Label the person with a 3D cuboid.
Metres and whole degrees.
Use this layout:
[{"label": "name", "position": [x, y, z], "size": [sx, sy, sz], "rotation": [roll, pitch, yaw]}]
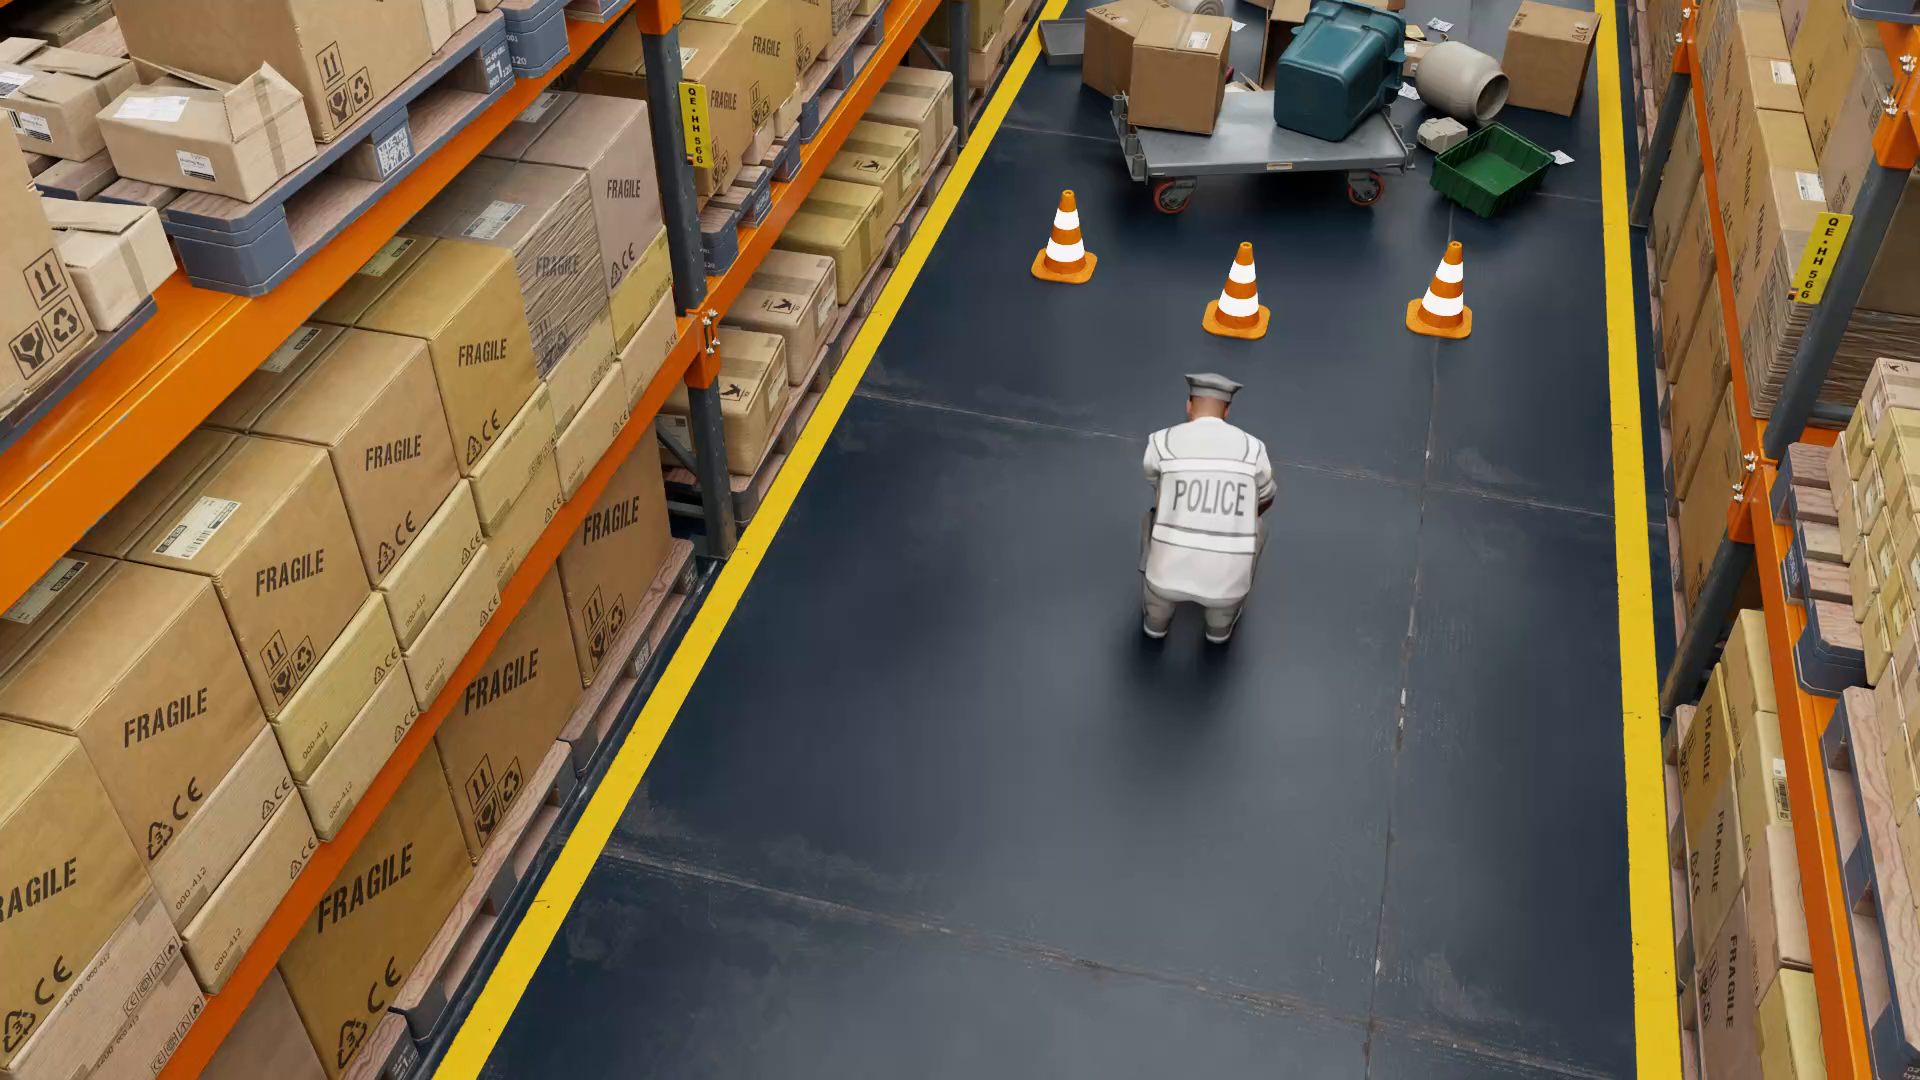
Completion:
[{"label": "person", "position": [1.004, -0.117, 6.867], "size": [0.553, 1.010, 0.903], "rotation": [10, 42, 11]}]
